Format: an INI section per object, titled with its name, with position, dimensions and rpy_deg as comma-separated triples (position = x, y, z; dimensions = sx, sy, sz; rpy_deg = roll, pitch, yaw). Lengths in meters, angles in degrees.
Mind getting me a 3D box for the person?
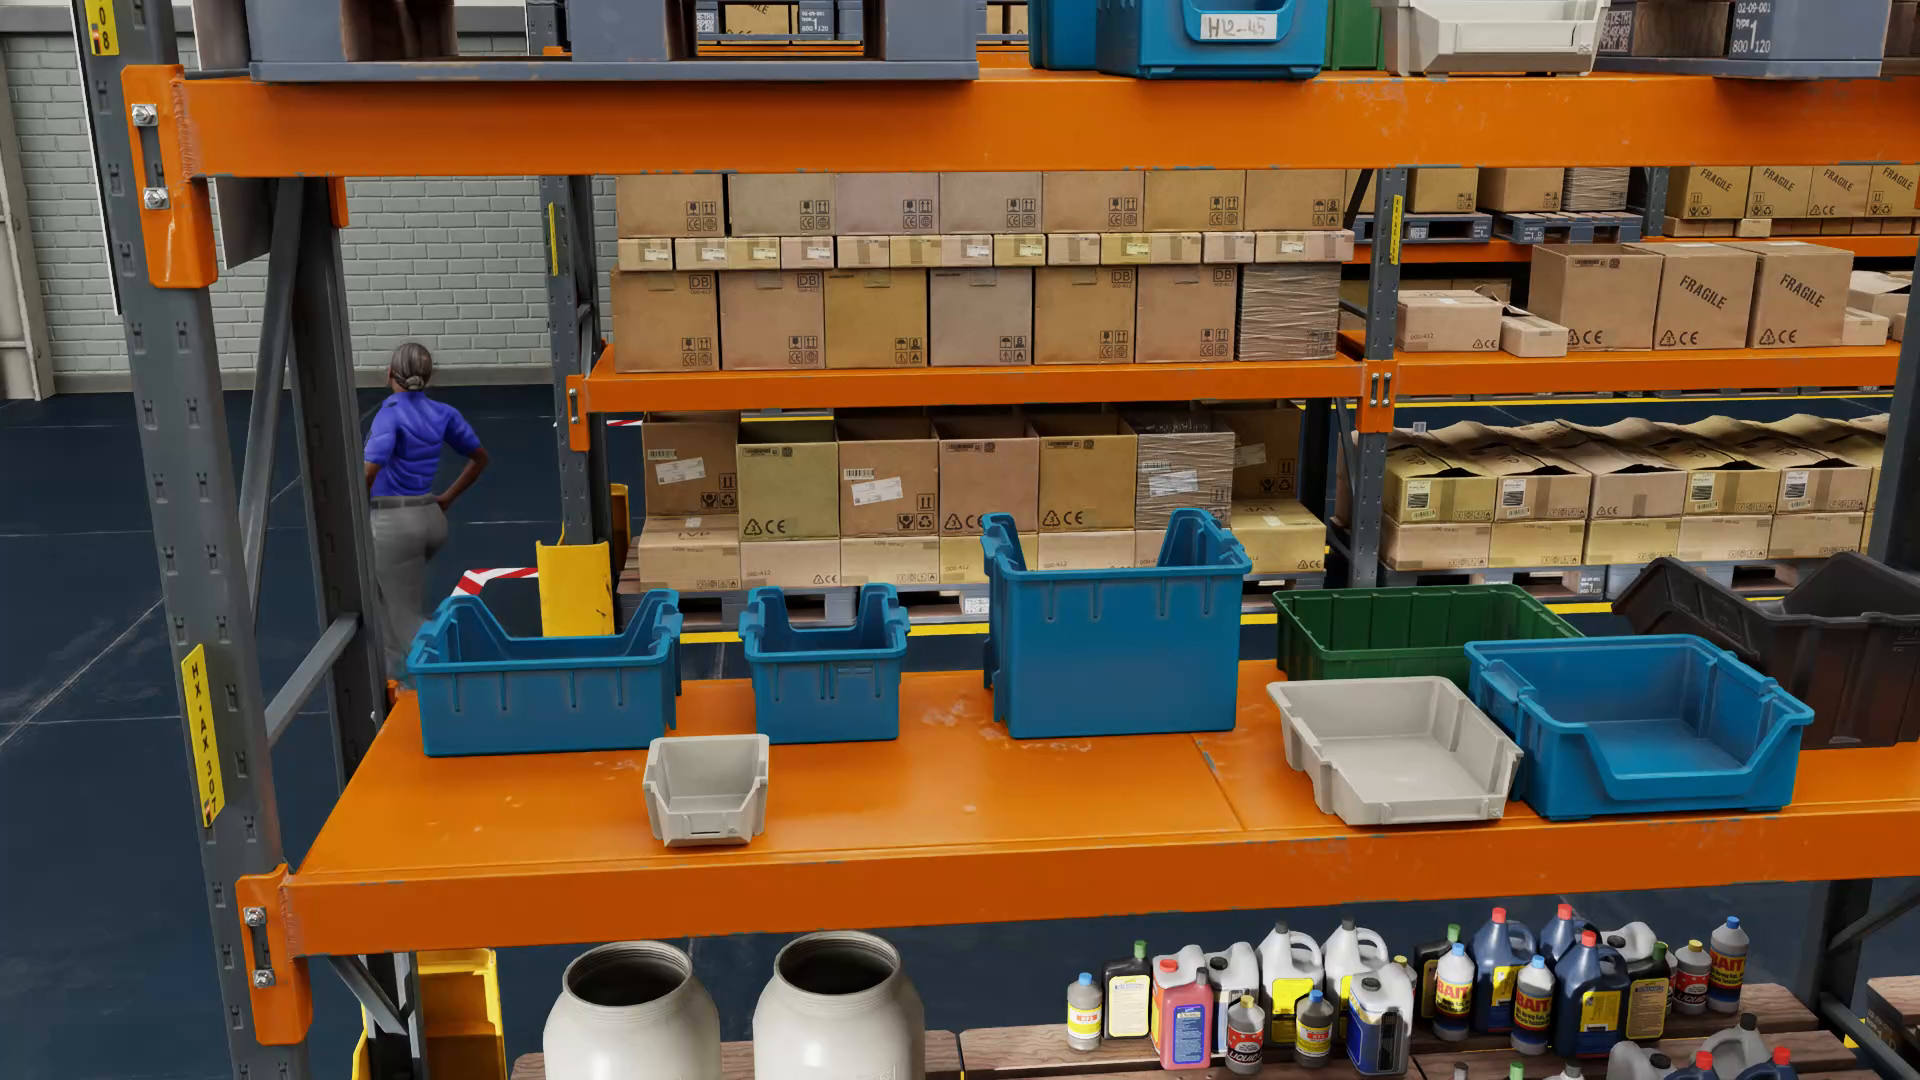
[person]
position = -2.361, -0.008, 7.143
dimensions = 0.635, 1.676, 0.651
rpy_deg = 5, 18, 17
